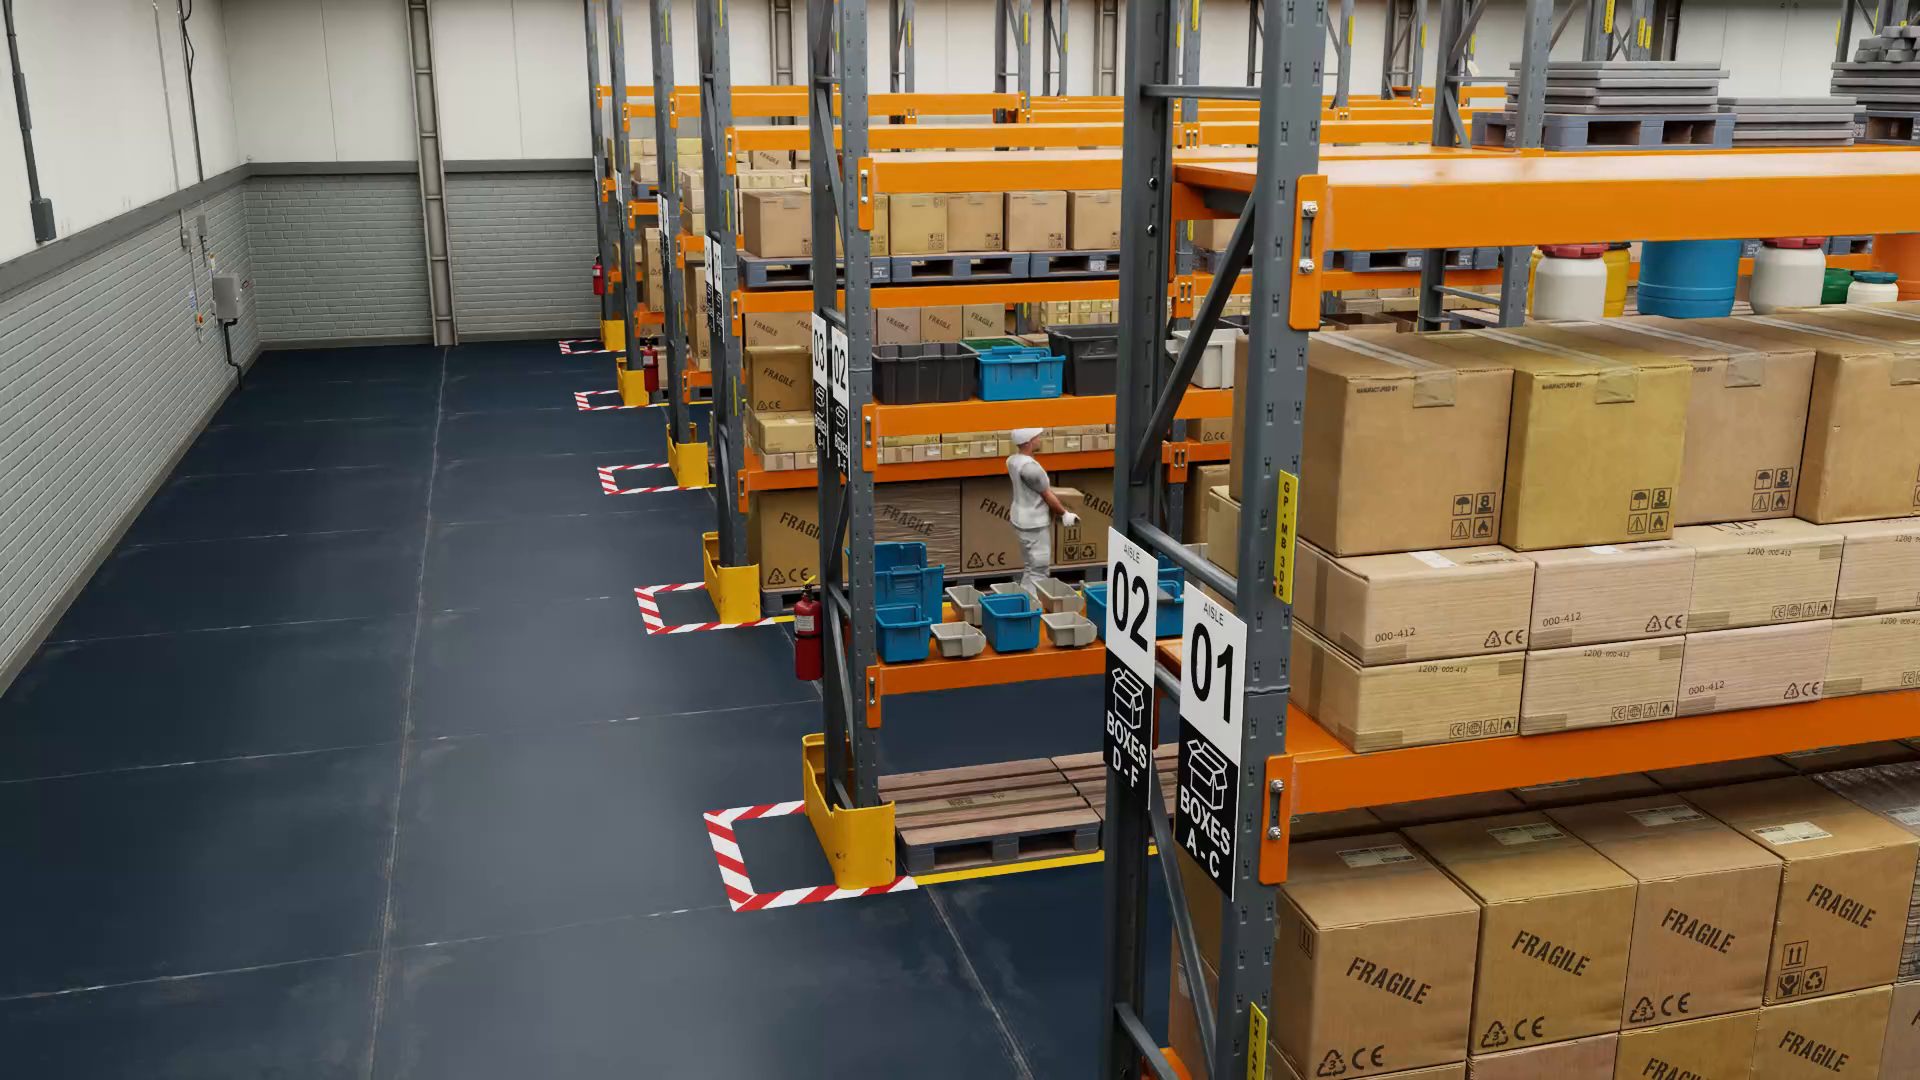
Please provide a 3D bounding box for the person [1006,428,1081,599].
[{"bbox_3d":[0.692,-0.122,13.920,0.560,1.786,0.500,-4,16,-15],"label":"person"}]
